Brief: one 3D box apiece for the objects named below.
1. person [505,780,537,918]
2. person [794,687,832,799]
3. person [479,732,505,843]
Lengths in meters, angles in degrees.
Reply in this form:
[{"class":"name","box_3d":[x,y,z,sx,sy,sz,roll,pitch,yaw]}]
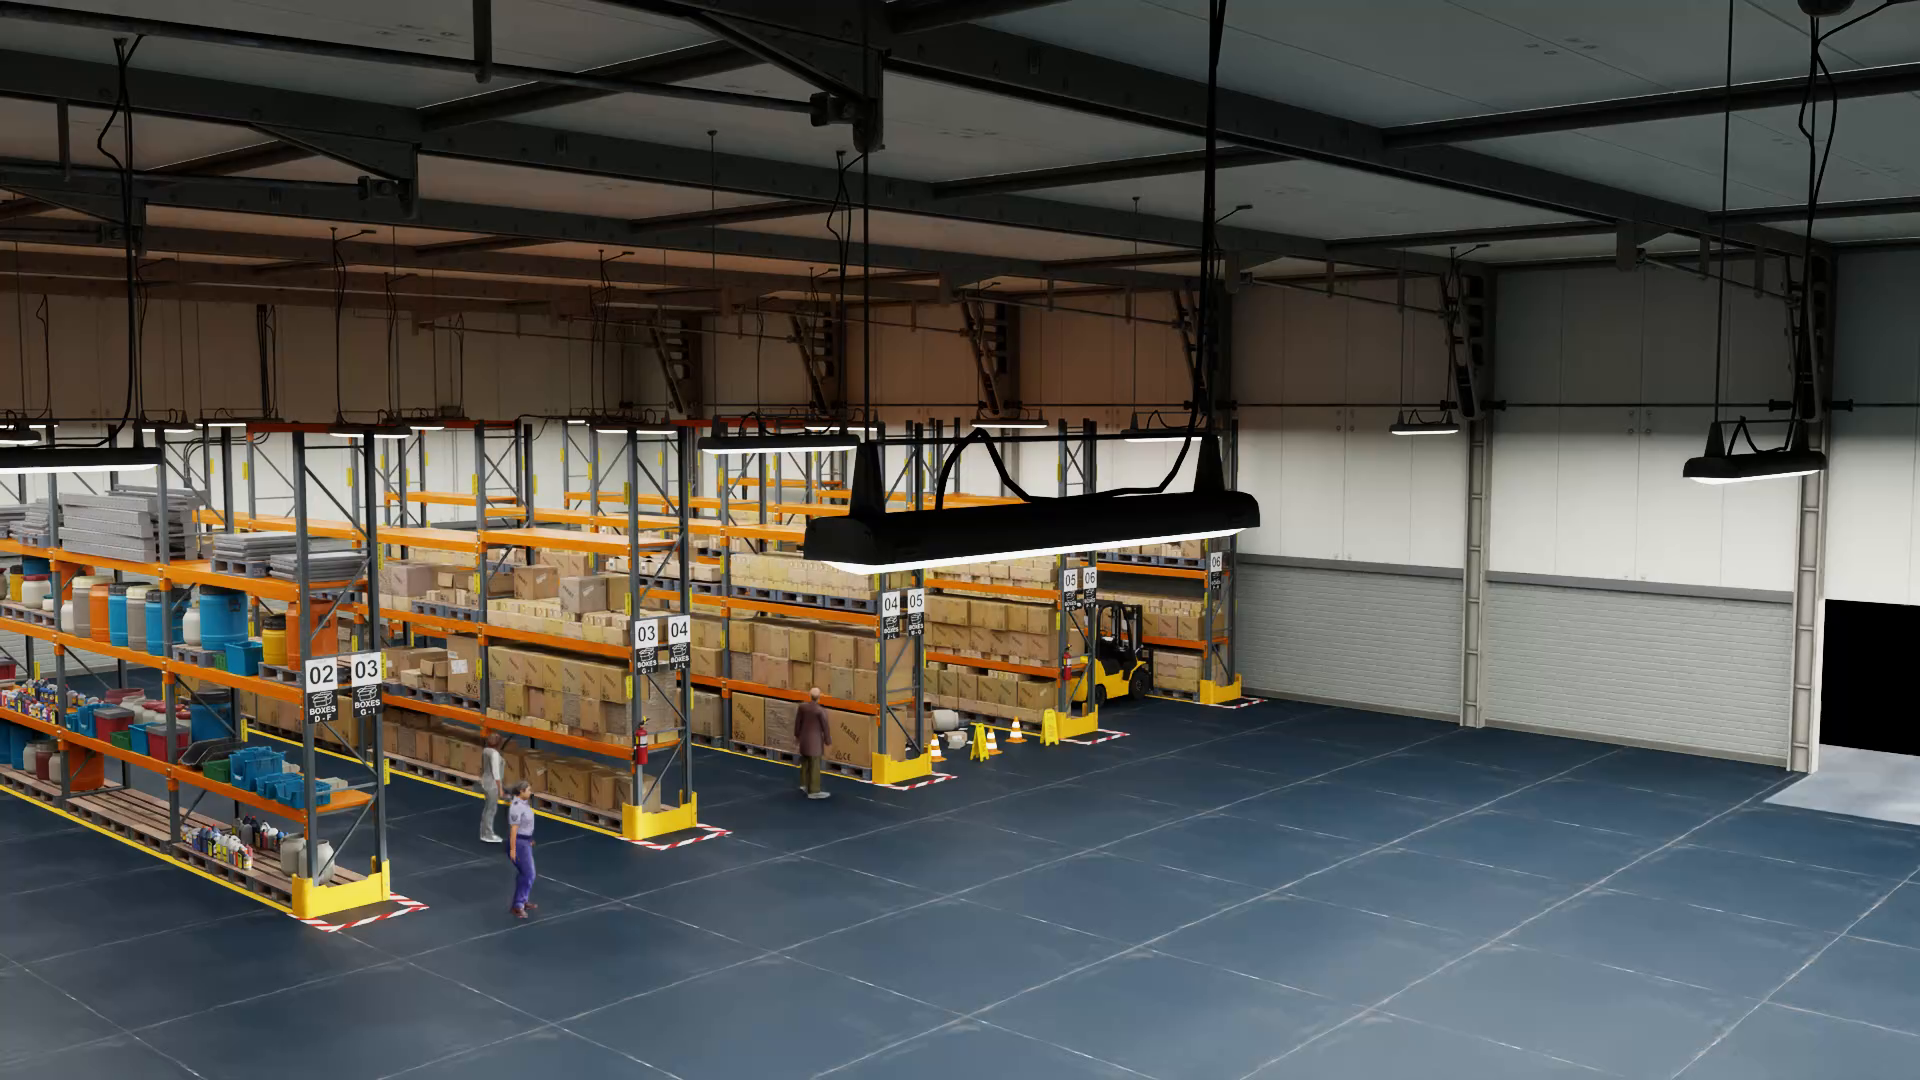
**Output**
[{"class":"person","box_3d":[-5.491,3.849,20.771,0.374,1.690,0.632,-1,5,-11]},{"class":"person","box_3d":[-2.395,3.274,26.808,0.686,1.827,0.482,4,6,40]},{"class":"person","box_3d":[-6.764,3.571,24.032,0.374,1.602,0.467,-2,5,-25]}]
